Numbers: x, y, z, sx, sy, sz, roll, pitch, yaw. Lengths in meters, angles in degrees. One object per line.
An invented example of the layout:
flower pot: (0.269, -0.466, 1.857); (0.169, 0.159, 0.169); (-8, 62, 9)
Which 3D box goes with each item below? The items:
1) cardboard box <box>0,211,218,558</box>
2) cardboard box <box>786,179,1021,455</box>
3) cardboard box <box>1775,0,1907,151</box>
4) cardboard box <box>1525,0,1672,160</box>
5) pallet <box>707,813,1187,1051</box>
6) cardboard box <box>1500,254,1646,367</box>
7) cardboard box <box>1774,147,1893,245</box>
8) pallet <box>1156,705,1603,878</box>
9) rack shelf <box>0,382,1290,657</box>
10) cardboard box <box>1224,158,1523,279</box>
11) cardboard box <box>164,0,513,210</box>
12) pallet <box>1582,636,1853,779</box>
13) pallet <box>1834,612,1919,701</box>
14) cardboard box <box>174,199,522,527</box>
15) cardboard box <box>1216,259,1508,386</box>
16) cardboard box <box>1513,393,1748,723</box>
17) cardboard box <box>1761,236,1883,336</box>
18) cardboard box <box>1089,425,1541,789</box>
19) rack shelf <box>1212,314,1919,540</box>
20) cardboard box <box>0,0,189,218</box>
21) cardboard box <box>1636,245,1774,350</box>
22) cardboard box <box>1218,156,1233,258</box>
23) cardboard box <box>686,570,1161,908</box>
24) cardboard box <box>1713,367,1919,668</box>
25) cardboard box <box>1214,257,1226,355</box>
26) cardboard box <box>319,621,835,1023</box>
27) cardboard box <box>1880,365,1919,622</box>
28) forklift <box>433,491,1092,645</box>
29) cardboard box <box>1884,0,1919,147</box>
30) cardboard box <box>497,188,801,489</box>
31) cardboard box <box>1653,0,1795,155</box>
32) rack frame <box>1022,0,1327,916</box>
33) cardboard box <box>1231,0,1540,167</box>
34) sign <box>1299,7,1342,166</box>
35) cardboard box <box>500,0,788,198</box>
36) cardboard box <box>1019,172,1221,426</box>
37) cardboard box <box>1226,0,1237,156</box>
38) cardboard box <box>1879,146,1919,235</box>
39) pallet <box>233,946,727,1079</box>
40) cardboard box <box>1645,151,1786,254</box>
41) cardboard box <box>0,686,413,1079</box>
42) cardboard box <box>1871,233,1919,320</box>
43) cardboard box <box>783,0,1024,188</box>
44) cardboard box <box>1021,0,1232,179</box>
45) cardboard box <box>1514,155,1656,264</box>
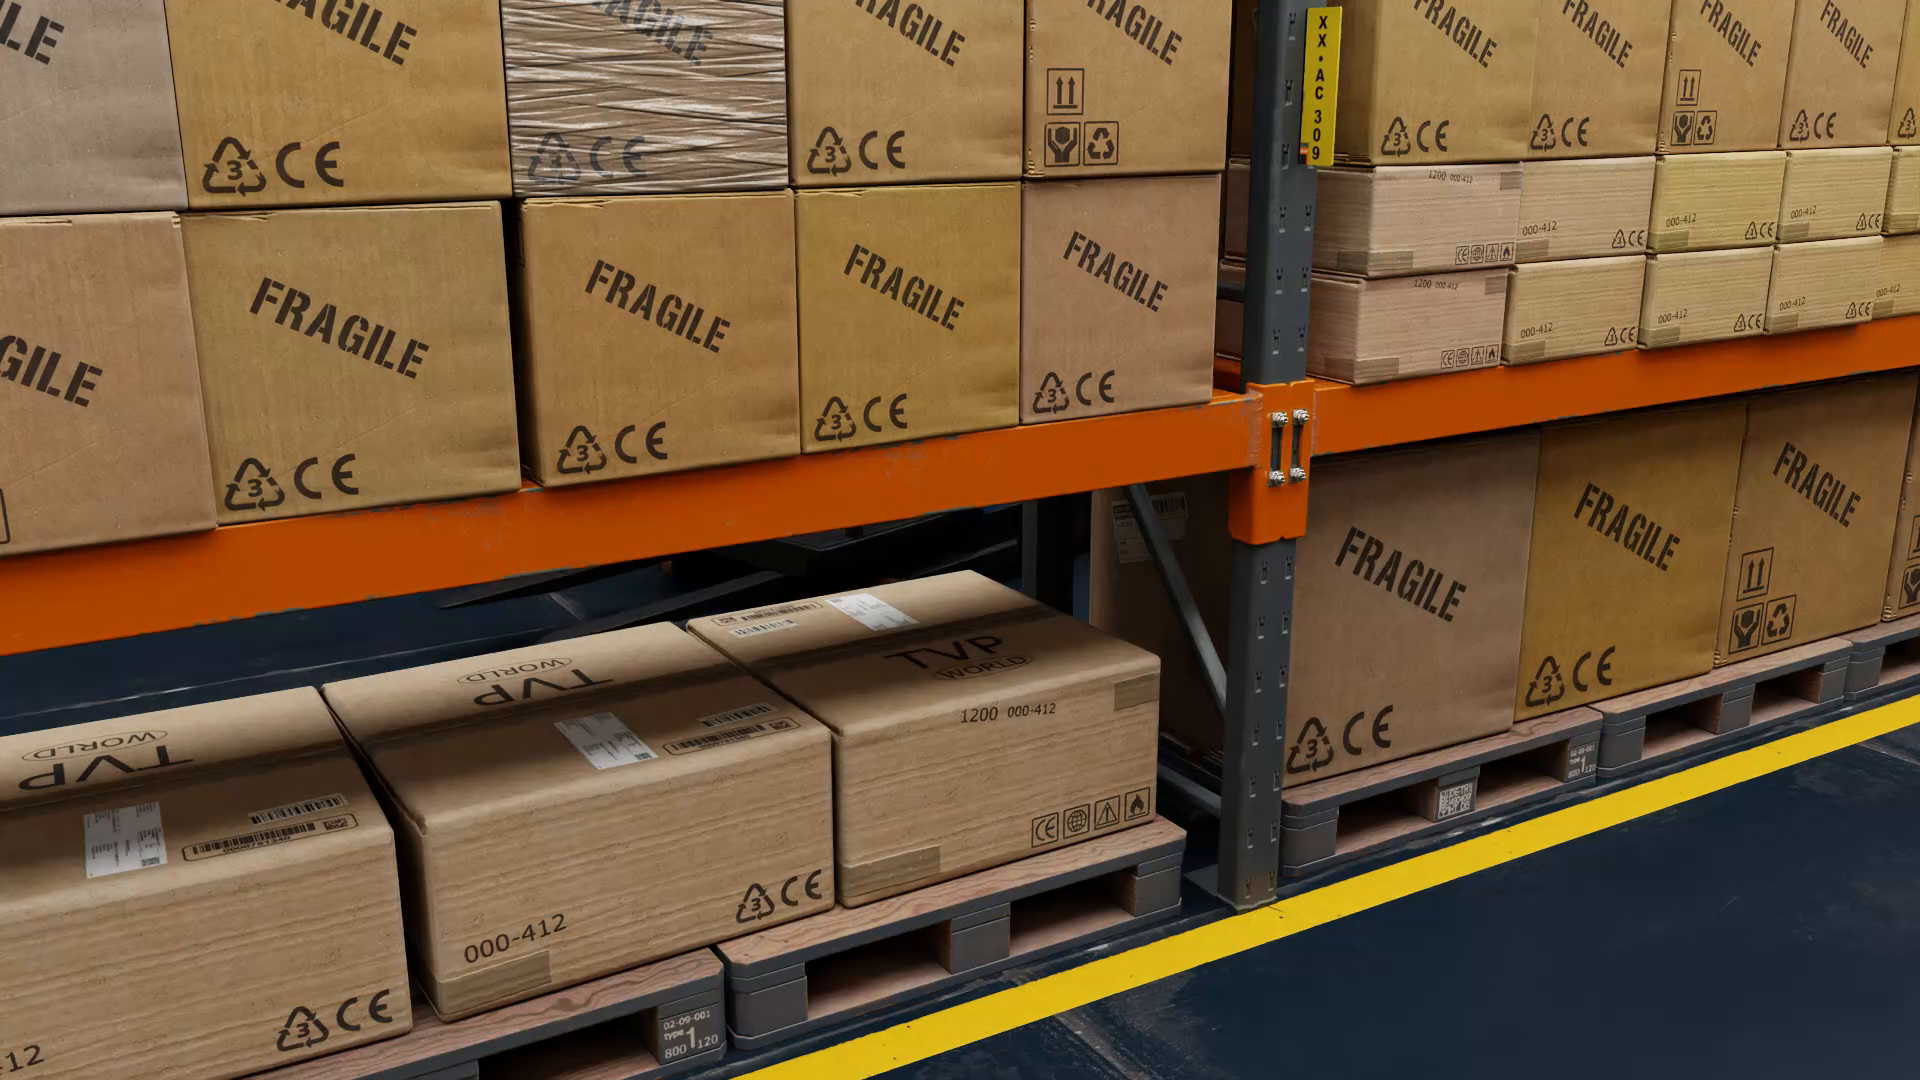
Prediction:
cardboard box: (-1.521, -0.277, 2.657); (0.500, 0.500, 0.500); (-9, 18, -30)
cardboard box: (-0.220, -0.493, 3.428); (0.500, 0.500, 0.500); (-10, 18, -31)
cardboard box: (2.302, -1.386, 4.758); (0.500, 0.500, 0.500); (-10, 18, -31)
cardboard box: (1.431, -1.243, 4.249); (0.500, 0.500, 0.500); (-9, 18, -30)
pallet: (-0.208, 0.789, 4.206); (1.213, 0.211, 1.003); (-9, 18, -30)
cardboard box: (1.440, -0.642, 4.420); (0.500, 0.250, 0.500); (-10, 18, -31)
cardboard box: (2.317, -1.020, 4.842); (0.500, 0.250, 0.500); (-10, 18, -31)
pallet: (1.106, 0.576, 4.963); (1.213, 0.211, 1.003); (-9, 18, -30)
rack shelf: (-1.231, -0.017, 3.247); (4.000, 0.370, 1.077); (-9, 18, -30)
cardboard box: (1.006, -0.806, 4.080); (0.500, 0.250, 0.500); (-10, 18, -31)
cardboard box: (-1.083, -0.832, 2.784); (0.500, 0.500, 0.500); (-9, 18, -29)
pallet: (2.153, 0.406, 5.572); (1.213, 0.211, 1.003); (-9, 18, -30)
pallet: (3.198, 0.237, 6.173); (1.213, 0.211, 1.003); (-9, 18, -30)
cardboard box: (-1.100, -0.351, 2.919); (0.500, 0.500, 0.500); (-9, 18, -28)
cardboard box: (0.997, -0.570, 4.162); (0.500, 0.250, 0.500); (-10, 18, -31)
cardboard box: (1.744, -0.053, 5.200); (0.875, 0.875, 0.875); (-9, 18, -28)
cardboard box: (2.321, -0.777, 4.901); (0.500, 0.250, 0.500); (-10, 18, -31)
cardboard box: (0.974, 0.074, 4.745); (0.875, 0.875, 0.875); (-9, 18, -28)
rack shelf: (2.198, -0.573, 5.231); (4.000, 0.370, 1.077); (-9, 18, -30)
cardboard box: (-1.510, -0.763, 2.536); (0.500, 0.500, 0.500); (-9, 18, -30)
cardboard box: (1.887, -0.709, 4.661); (0.500, 0.250, 0.500); (-9, 18, -30)
cardboard box: (0.737, -0.928, 4.514); (0.500, 0.250, 0.500); (-9, 18, -30)
cardboard box: (-0.110, 0.452, 4.208); (0.875, 0.438, 0.875); (-10, 18, -31)
cardboard box: (2.511, -0.177, 5.643); (0.875, 0.875, 0.875); (-9, 18, -29)
cardboard box: (0.738, -0.690, 4.593); (0.500, 0.250, 0.500); (-10, 18, -31)
cardboard box: (-0.877, 0.577, 3.764); (0.875, 0.438, 0.875); (-10, 18, -31)
cardboard box: (3.278, -0.300, 6.081); (0.875, 0.875, 0.875); (-9, 18, -30)
forklift: (-0.588, -1.220, 6.331); (1.130, 2.935, 3.031); (13, 20, 39)
cardboard box: (2.739, -1.454, 5.003); (0.500, 0.500, 0.500); (-9, 18, -30)
cardboard box: (-0.644, -0.420, 3.166); (0.500, 0.500, 0.500); (-10, 18, -31)
cardboard box: (1.862, -1.312, 4.496); (0.500, 0.500, 0.500); (-10, 18, -31)
rack frame: (0.484, -0.642, 4.142); (0.127, 3.000, 1.000); (-9, 18, -30)
cardboard box: (1.009, -1.166, 3.974); (0.500, 0.500, 0.500); (-9, 18, -29)
sign: (0.771, -0.969, 3.557); (0.005, 0.325, 0.100); (-9, 18, -30)
cardboard box: (-0.649, -0.900, 3.026); (0.500, 0.500, 0.500); (-9, 18, -29)
cardboard box: (0.218, -0.566, 3.687); (0.500, 0.500, 0.500); (-9, 18, -29)
cardboard box: (0.737, -1.292, 4.422); (0.500, 0.500, 0.500); (-9, 18, -28)
cardboard box: (2.762, -1.092, 5.100); (0.500, 0.250, 0.500); (-10, 18, -31)
pallet: (-1.255, 0.959, 3.597); (1.213, 0.211, 1.003); (-9, 18, -30)
cardboard box: (1.885, -0.949, 4.590); (0.500, 0.250, 0.500); (-9, 18, -29)
cardboard box: (-1.651, 0.702, 3.318); (0.875, 0.438, 0.875); (-9, 18, -28)
cardboard box: (2.743, -0.854, 5.178); (0.500, 0.250, 0.500); (-9, 18, -30)
cardboard box: (-0.218, -0.973, 3.287); (0.500, 0.500, 0.500); (-10, 18, -31)
cardboard box: (0.222, -1.042, 3.531); (0.500, 0.500, 0.500); (-9, 18, -30)
cardboard box: (1.439, -0.885, 4.362); (0.500, 0.250, 0.500); (-9, 18, -29)
